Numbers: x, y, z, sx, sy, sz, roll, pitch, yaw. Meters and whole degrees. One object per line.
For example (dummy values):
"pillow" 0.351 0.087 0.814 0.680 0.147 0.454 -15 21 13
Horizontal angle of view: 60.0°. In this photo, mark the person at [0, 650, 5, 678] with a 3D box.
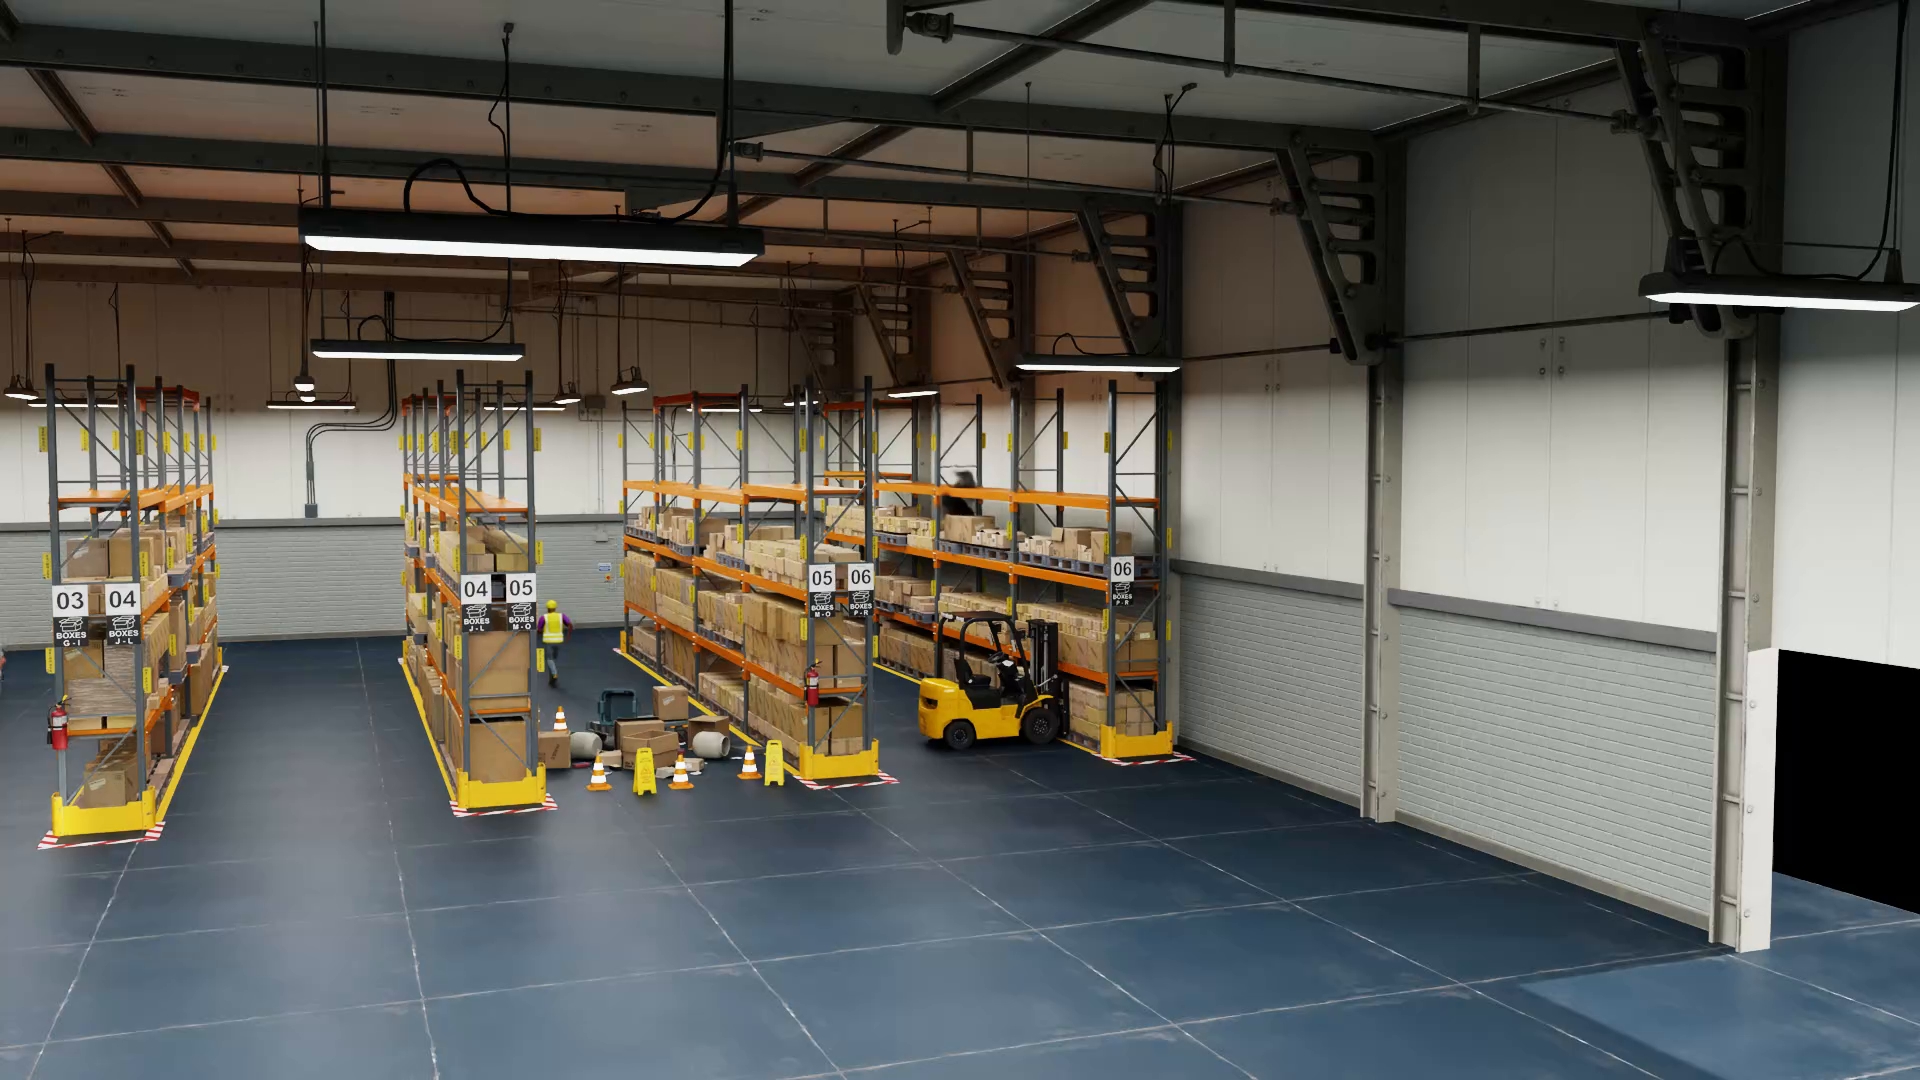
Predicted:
"person" -16.690 2.447 28.418 0.632 1.824 0.705 -2 4 -28

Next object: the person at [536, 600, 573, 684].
"person" -8.374 2.146 34.264 0.720 1.807 0.836 -2 4 -31
